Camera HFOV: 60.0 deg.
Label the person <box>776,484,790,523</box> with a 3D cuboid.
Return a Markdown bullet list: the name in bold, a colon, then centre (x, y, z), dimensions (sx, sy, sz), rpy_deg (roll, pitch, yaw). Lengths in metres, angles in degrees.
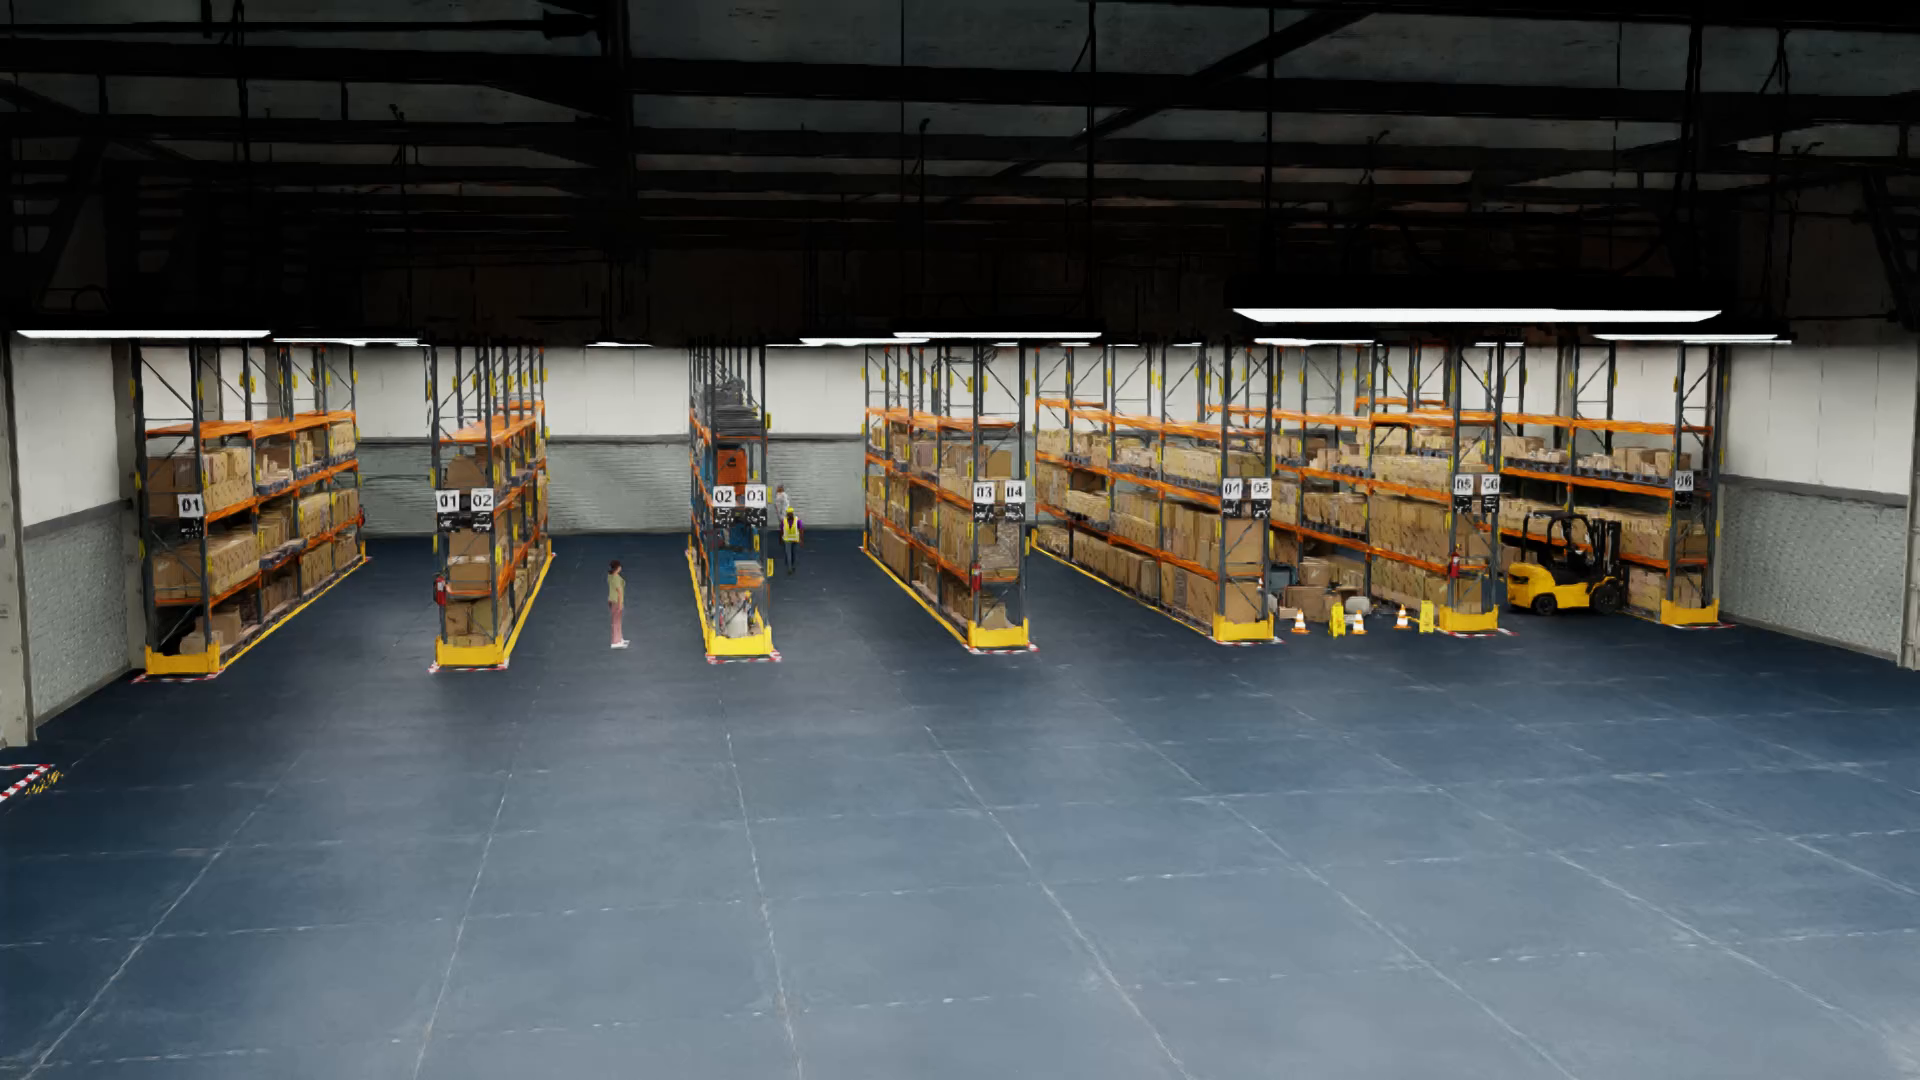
- **person**: centre (-5.408, -0.921, 51.039), dimensions (0.460, 1.582, 0.511), rpy_deg (-6, 9, -40)

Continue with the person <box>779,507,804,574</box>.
- **person**: centre (-4.313, -0.009, 42.635), dimensions (0.589, 1.716, 1.043), rpy_deg (-1, 7, -12)

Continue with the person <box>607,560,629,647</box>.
- **person**: centre (-6.595, 1.208, 32.080), dimensions (0.428, 1.677, 0.508), rpy_deg (-5, 8, -35)
